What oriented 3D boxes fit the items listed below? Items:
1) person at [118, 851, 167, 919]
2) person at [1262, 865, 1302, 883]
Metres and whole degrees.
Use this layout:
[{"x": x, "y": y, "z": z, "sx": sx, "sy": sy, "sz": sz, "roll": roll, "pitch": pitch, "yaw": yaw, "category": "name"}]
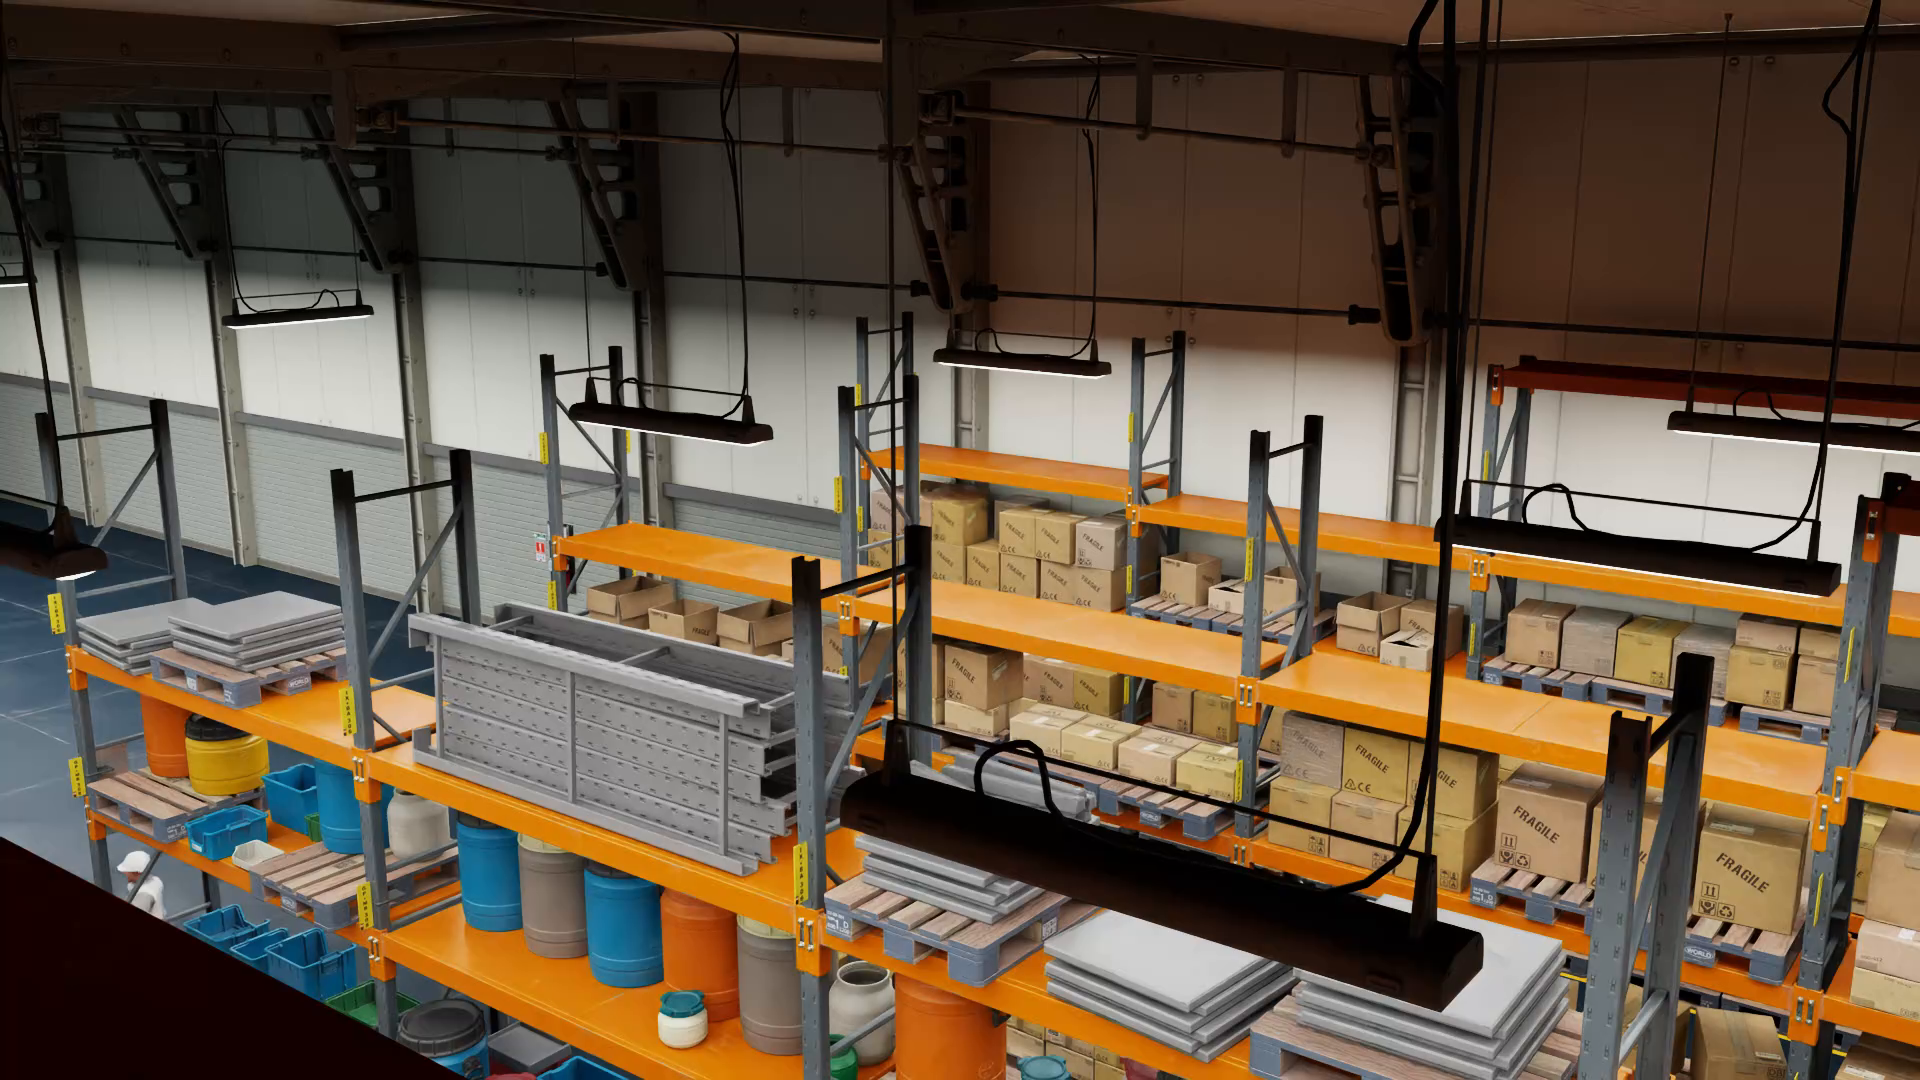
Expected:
[{"x": -7.578, "y": 3.711, "z": 15.431, "sx": 0.984, "sy": 1.739, "sz": 0.572, "roll": -4, "pitch": 14, "yaw": -17, "category": "person"}, {"x": 3.020, "y": 3.729, "z": 15.496, "sx": 0.741, "sy": 1.671, "sz": 0.681, "roll": -12, "pitch": 18, "yaw": -43, "category": "person"}]
